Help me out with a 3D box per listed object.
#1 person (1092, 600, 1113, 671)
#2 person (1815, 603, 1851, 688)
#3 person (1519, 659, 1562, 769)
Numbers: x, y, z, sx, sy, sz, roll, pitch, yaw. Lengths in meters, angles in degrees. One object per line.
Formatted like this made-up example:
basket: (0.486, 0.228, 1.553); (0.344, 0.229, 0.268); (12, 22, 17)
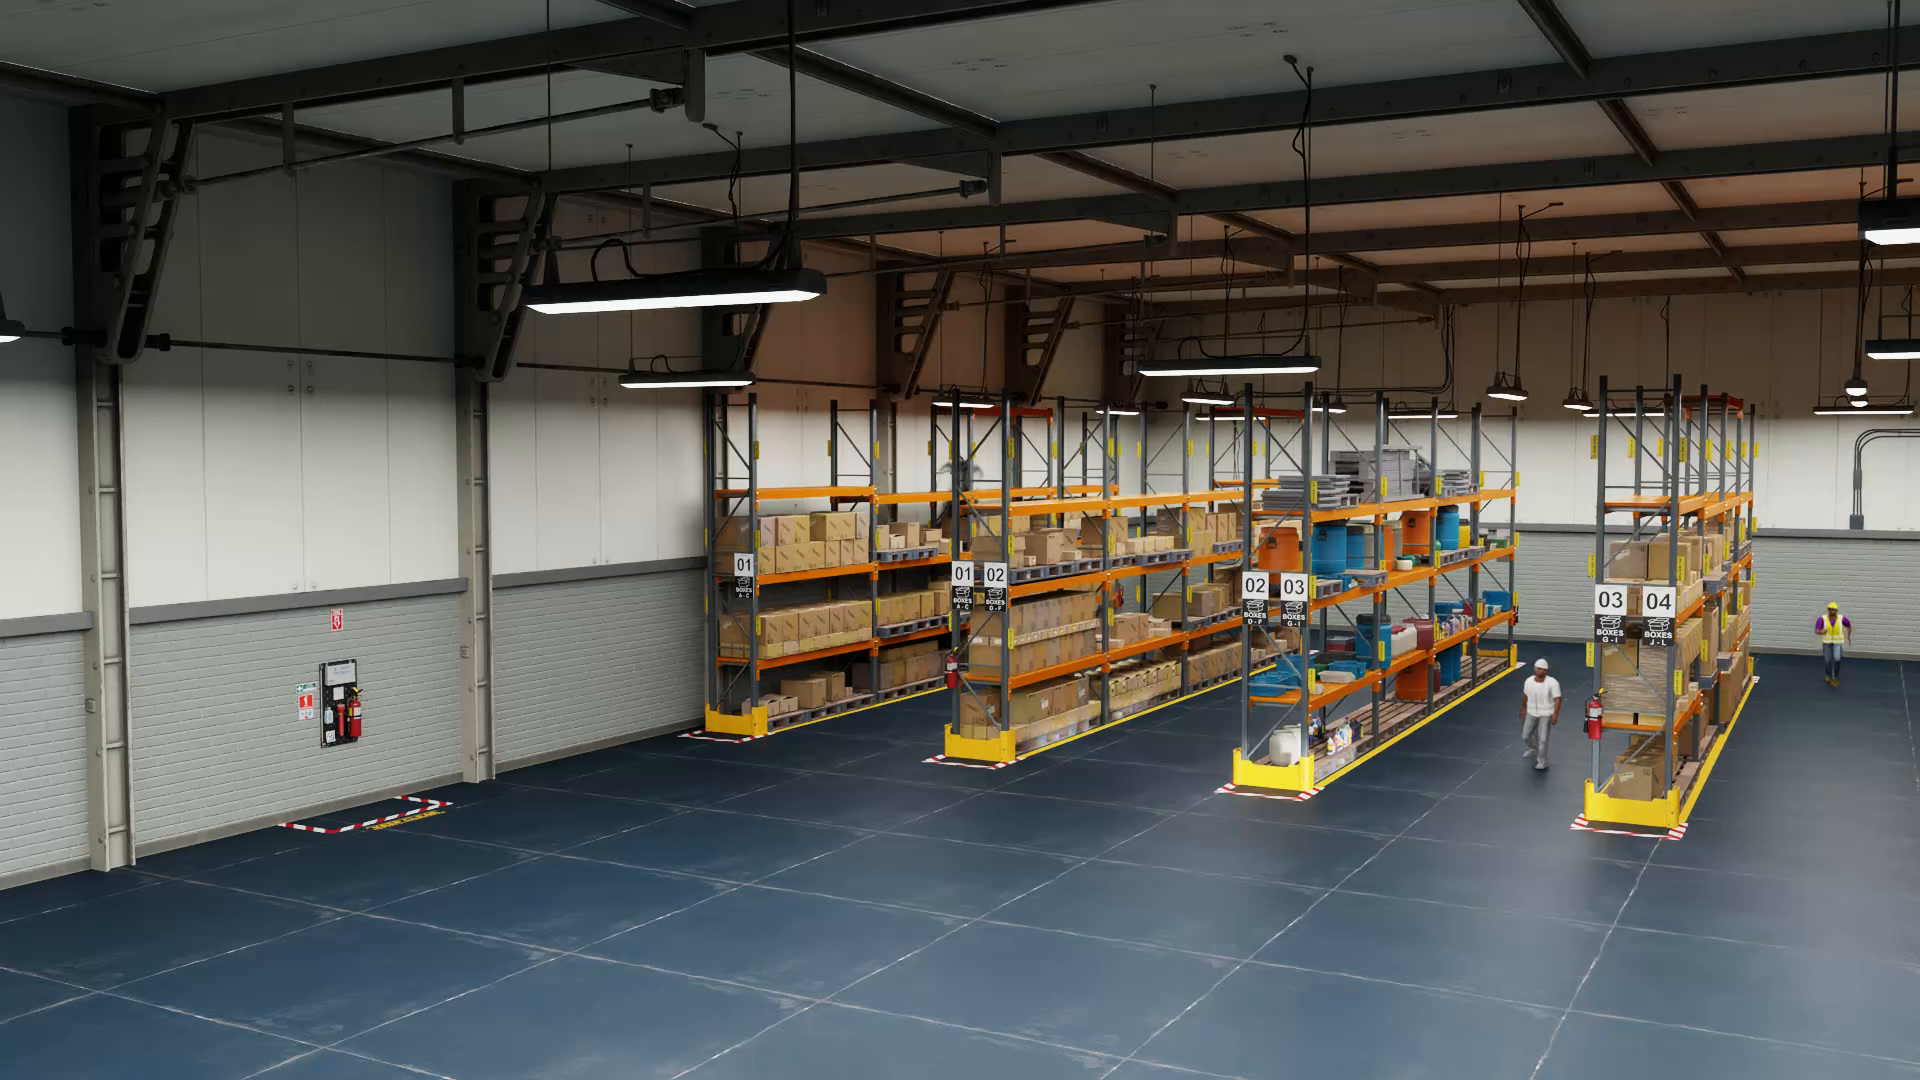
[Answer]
person: (3.225, 2.151, 37.155); (0.649, 1.663, 0.743); (3, 4, 41)
person: (18.469, 2.224, 35.200); (0.683, 1.810, 0.824); (2, 4, 29)
person: (9.124, 2.720, 26.131); (0.746, 1.726, 0.670); (3, 4, 42)
